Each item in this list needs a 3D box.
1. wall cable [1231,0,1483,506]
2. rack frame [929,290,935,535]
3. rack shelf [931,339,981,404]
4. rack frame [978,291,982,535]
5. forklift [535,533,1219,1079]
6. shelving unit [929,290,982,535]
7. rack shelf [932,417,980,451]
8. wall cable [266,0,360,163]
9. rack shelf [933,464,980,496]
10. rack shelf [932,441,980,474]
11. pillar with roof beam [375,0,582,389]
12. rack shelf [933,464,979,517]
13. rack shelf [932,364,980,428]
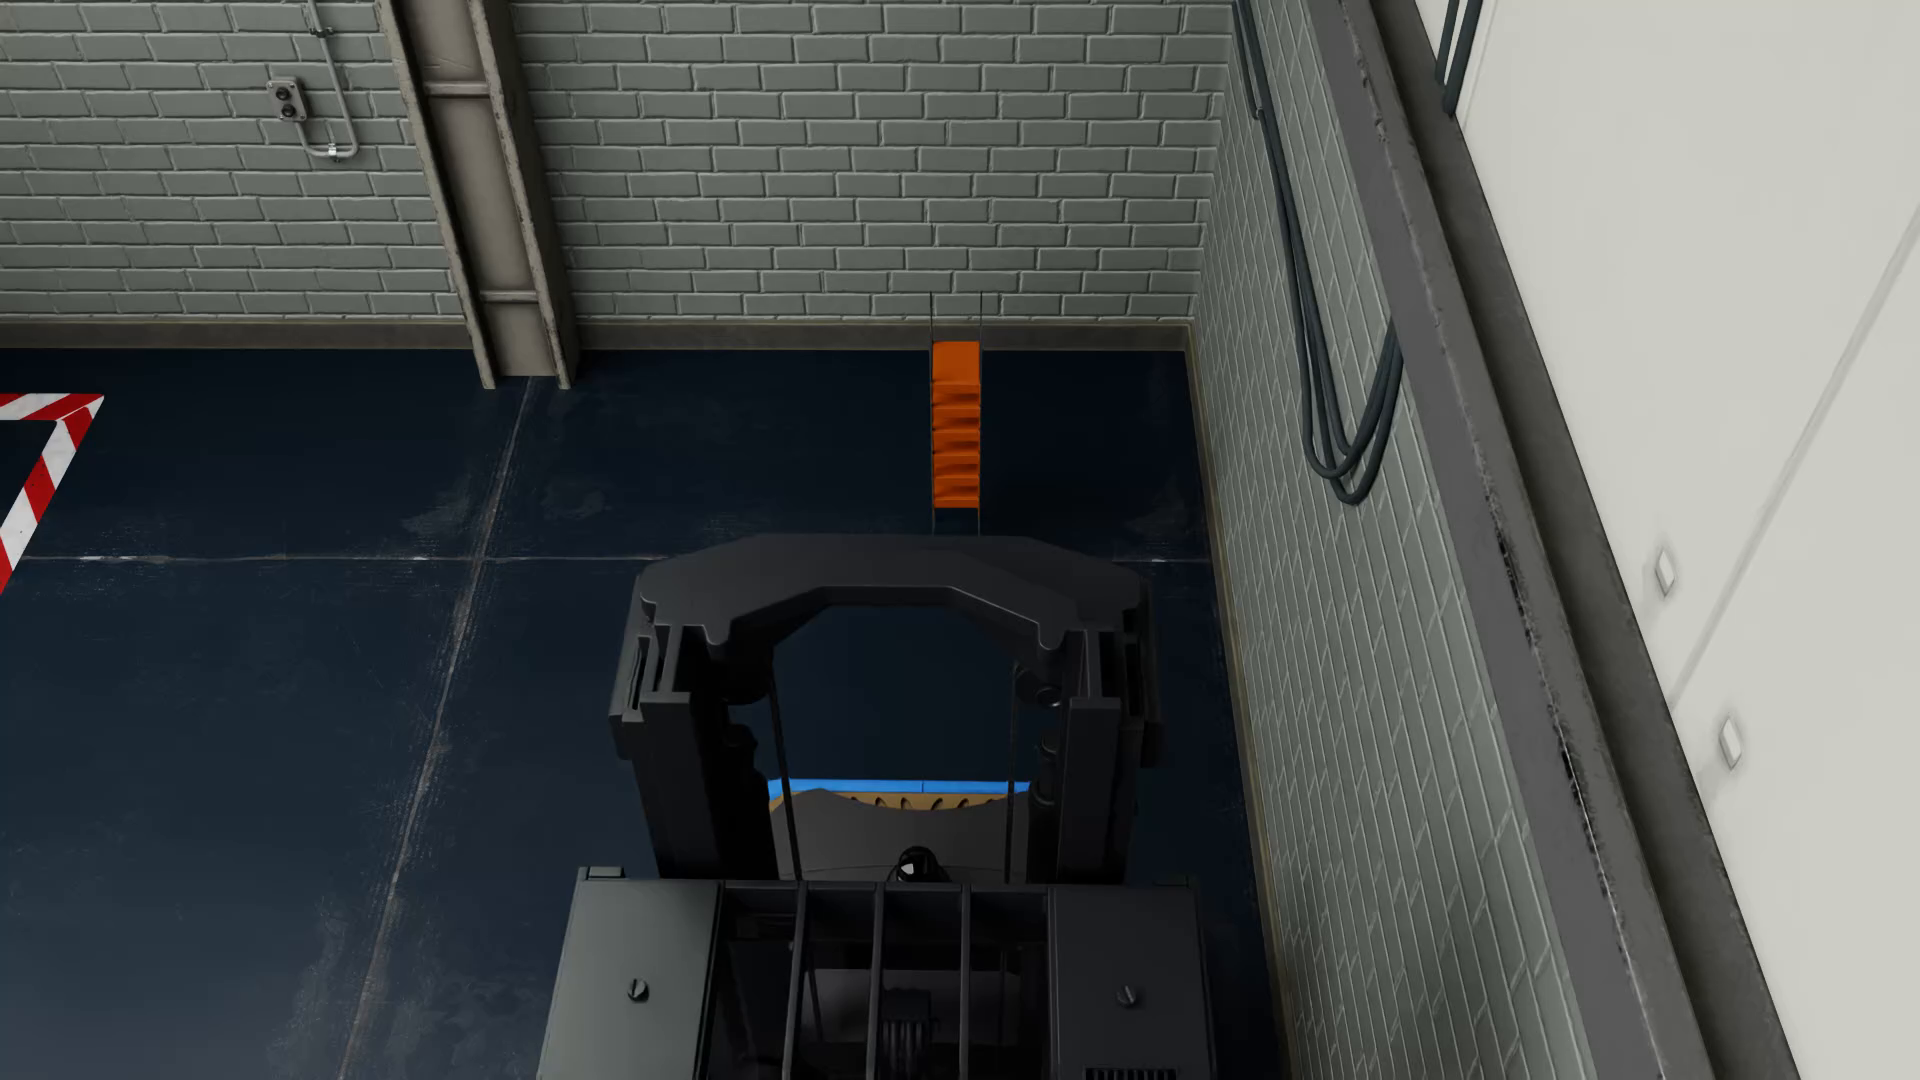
[{"bbox_3d":[1.011,-1.896,4.569,0.112,2.526,3.097,0,47,0],"label":"wall cable"},{"bbox_3d":[-0.106,-0.409,6.392,0.006,1.200,0.240,0,47,0],"label":"rack frame"},{"bbox_3d":[-0.014,-0.624,6.161,0.180,0.103,0.258,0,47,0],"label":"rack shelf"},{"bbox_3d":[0.077,-0.409,6.391,0.006,1.200,0.240,0,47,0],"label":"rack frame"},{"bbox_3d":[-0.130,1.498,3.434,1.130,2.935,3.031,1,47,1],"label":"forklift"},{"bbox_3d":[-0.014,-0.409,6.392,0.189,1.200,0.258,0,47,0],"label":"shelving unit"},{"bbox_3d":[-0.014,-0.460,6.336,0.180,0.103,0.258,0,47,0],"label":"rack shelf"},{"bbox_3d":[-3.360,-2.222,6.156,1.851,1.984,0.084,0,47,0],"label":"wall cable"},{"bbox_3d":[-0.014,-0.297,6.512,0.180,0.103,0.258,0,47,0],"label":"rack shelf"},{"bbox_3d":[-0.014,-0.379,6.424,0.180,0.103,0.258,0,47,0],"label":"rack shelf"},{"bbox_3d":[-1.957,-0.706,1.340,0.400,9.000,9.100,0,47,0],"label":"pillar with roof beam"},{"bbox_3d":[-0.014,-0.215,6.600,0.180,0.103,0.258,0,47,0],"label":"rack shelf"},{"bbox_3d":[-0.014,-0.542,6.248,0.180,0.103,0.258,0,47,0],"label":"rack shelf"}]
